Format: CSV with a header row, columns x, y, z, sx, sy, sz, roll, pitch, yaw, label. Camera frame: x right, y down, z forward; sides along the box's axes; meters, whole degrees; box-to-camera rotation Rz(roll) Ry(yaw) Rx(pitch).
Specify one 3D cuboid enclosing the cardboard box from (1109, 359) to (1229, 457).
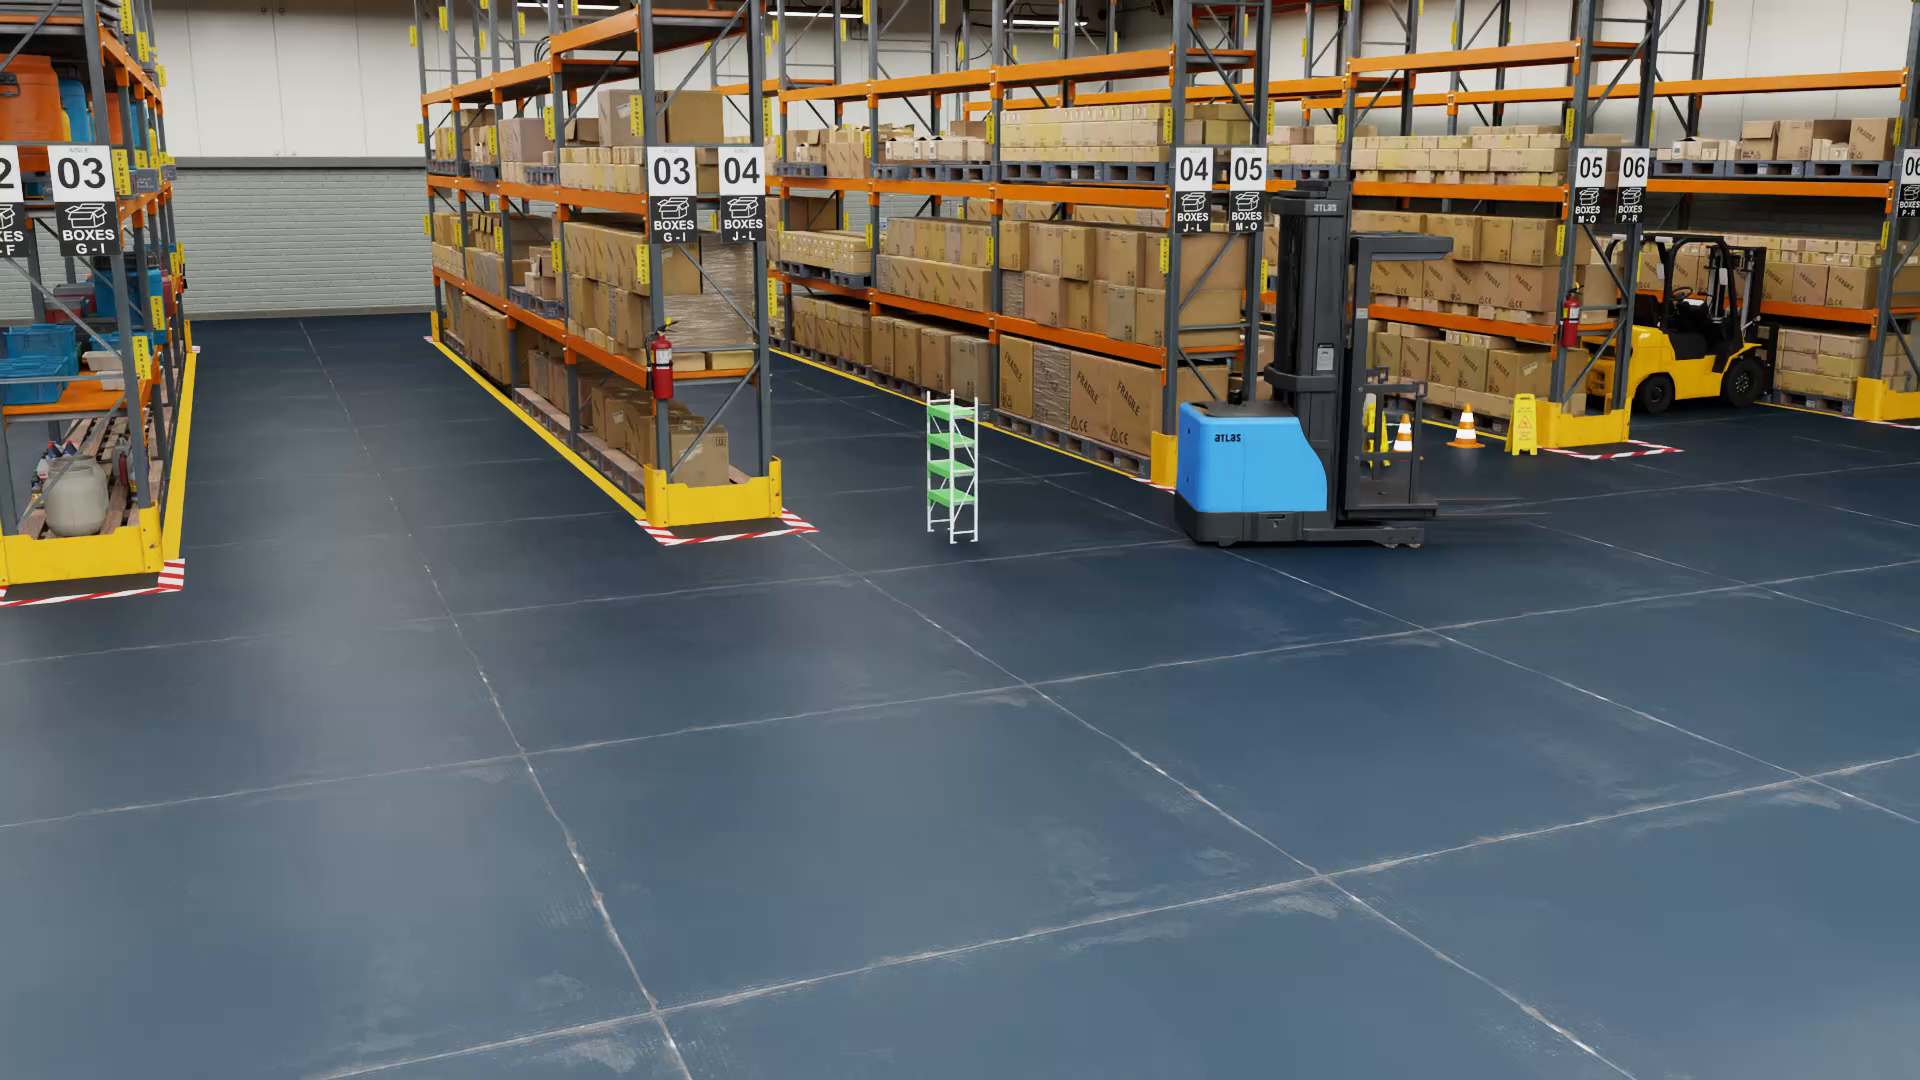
x,y,z,sx,sy,sz,roll,pitch,yaw,label
2.115,-1.368,16.911,0.875,0.875,0.875,-6,14,-23,cardboard box

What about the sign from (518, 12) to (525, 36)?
x,y,z,sx,sy,sz,roll,pitch,yaw,label
-6.452,-7.585,24.438,0.100,0.325,0.005,-6,14,-23,sign

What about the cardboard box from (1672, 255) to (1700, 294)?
x,y,z,sx,sy,sz,roll,pitch,yaw,label
10.049,-3.636,22.705,0.500,0.500,0.500,-5,14,-22,cardboard box

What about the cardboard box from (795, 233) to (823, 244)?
x,y,z,sx,sy,sz,roll,pitch,yaw,label
-2.308,-4.631,25.534,0.380,0.149,0.250,-6,14,-24,cardboard box

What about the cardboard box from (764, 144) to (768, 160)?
x,y,z,sx,sy,sz,roll,pitch,yaw,label
-2.975,-6.357,27.256,0.500,0.250,0.500,-6,14,-25,cardboard box

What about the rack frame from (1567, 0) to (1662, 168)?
x,y,z,sx,sy,sz,roll,pitch,yaw,label
6.943,-5.456,17.485,1.000,3.000,0.127,-6,14,-23,rack frame

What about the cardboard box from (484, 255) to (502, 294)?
x,y,z,sx,sy,sz,roll,pitch,yaw,label
-6.172,-3.629,22.677,0.500,0.500,0.500,-6,14,-25,cardboard box

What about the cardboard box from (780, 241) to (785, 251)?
x,y,z,sx,sy,sz,roll,pitch,yaw,label
-2.623,-4.648,26.268,0.380,0.149,0.250,-5,14,-22,cardboard box

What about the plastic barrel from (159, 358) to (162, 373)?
x,y,z,sx,sy,sz,roll,pitch,yaw,label
-10.997,-2.592,22.138,0.600,0.901,0.708,-6,14,-23,plastic barrel

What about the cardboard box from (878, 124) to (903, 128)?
x,y,z,sx,sy,sz,roll,pitch,yaw,label
-1.011,-5.865,23.986,0.396,0.266,0.258,-6,14,-23,cardboard box

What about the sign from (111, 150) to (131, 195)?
x,y,z,sx,sy,sz,roll,pitch,yaw,label
-6.170,-2.705,12.233,0.100,0.325,0.005,-6,14,-23,sign

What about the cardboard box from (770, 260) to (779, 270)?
x,y,z,sx,sy,sz,roll,pitch,yaw,label
-2.891,-4.503,27.231,0.380,0.149,0.250,-6,14,-24,cardboard box

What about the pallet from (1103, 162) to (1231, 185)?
x,y,z,sx,sy,sz,roll,pitch,yaw,label
2.141,-3.635,16.469,1.003,0.211,1.213,-6,14,-23,pallet

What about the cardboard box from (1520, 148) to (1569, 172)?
x,y,z,sx,sy,sz,roll,pitch,yaw,label
6.491,-4.147,18.158,0.500,0.250,0.500,-6,14,-24,cardboard box

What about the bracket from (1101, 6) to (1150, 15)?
x,y,z,sx,sy,sz,roll,pitch,yaw,label
3.215,-12.233,38.787,0.076,0.066,5.218,-6,14,-23,bracket

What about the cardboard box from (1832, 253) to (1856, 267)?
x,y,z,sx,sy,sz,roll,pitch,yaw,label
10.964,-3.443,20.434,0.380,0.149,0.250,-5,14,-22,cardboard box

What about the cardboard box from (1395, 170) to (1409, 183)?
x,y,z,sx,sy,sz,roll,pitch,yaw,label
5.558,-4.456,20.376,0.380,0.149,0.250,-5,14,-21,cardboard box

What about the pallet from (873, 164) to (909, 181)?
x,y,z,sx,sy,sz,roll,pitch,yaw,label
-0.451,-4.959,22.410,1.213,0.211,1.003,-5,14,-20,pallet

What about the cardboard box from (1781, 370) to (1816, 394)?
x,y,z,sx,sy,sz,roll,pitch,yaw,label
10.821,-2.019,21.108,0.500,0.250,0.500,-6,14,-23,cardboard box

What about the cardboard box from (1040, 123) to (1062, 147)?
x,y,z,sx,sy,sz,roll,pitch,yaw,label
1.191,-4.343,17.851,0.500,0.250,0.500,-6,14,-24,cardboard box

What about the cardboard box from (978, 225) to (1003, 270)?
x,y,z,sx,sy,sz,roll,pitch,yaw,label
0.641,-3.529,20.027,0.700,0.500,0.500,-6,14,-24,cardboard box

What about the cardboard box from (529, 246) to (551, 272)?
x,y,z,sx,sy,sz,roll,pitch,yaw,label
-5.089,-3.436,20.910,0.500,0.500,0.500,-8,15,-30,cardboard box

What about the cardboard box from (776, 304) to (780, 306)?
x,y,z,sx,sy,sz,roll,pitch,yaw,label
-3.211,-3.908,28.174,0.380,0.149,0.250,-6,14,-26,cardboard box

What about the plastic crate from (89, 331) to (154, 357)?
x,y,z,sx,sy,sz,roll,pitch,yaw,label
-7.586,-1.740,15.066,0.499,0.251,0.616,-6,14,-23,plastic crate

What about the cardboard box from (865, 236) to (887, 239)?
x,y,z,sx,sy,sz,roll,pitch,yaw,label
-1.185,-4.420,24.620,0.380,0.149,0.250,-5,14,-20,cardboard box

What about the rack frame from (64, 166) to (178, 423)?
x,y,z,sx,sy,sz,roll,pitch,yaw,label
-9.880,-2.843,19.502,1.000,3.000,0.127,-6,14,-23,rack frame

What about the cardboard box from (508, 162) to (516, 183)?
x,y,z,sx,sy,sz,roll,pitch,yaw,label
-5.182,-4.453,20.137,0.500,0.250,0.500,-5,14,-22,cardboard box

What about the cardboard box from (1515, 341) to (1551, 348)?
x,y,z,sx,sy,sz,roll,pitch,yaw,label
6.649,-2.067,19.653,0.500,0.500,0.500,-6,14,-25,cardboard box

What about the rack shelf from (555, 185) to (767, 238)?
x,y,z,sx,sy,sz,roll,pitch,yaw,label
-2.939,-3.162,15.822,1.077,0.370,4.000,-6,14,-23,rack shelf

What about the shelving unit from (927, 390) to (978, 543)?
x,y,z,sx,sy,sz,roll,pitch,yaw,label
-0.066,-0.619,13.882,0.258,1.200,0.503,-6,14,-23,shelving unit

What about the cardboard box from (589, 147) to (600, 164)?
x,y,z,sx,sy,sz,roll,pitch,yaw,label
-3.335,-3.686,15.938,0.380,0.149,0.250,-6,14,-24,cardboard box

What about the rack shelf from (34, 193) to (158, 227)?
x,y,z,sx,sy,sz,roll,pitch,yaw,label
-9.079,-3.541,17.460,1.077,0.370,4.000,-6,14,-23,rack shelf

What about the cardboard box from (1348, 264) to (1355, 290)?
x,y,z,sx,sy,sz,roll,pitch,yaw,label
5.261,-3.437,21.186,0.500,0.500,0.500,-6,14,-23,cardboard box

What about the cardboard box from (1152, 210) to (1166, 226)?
x,y,z,sx,sy,sz,roll,pitch,yaw,label
3.291,-4.805,25.538,0.500,0.500,0.500,-6,14,-24,cardboard box

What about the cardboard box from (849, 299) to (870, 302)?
x,y,z,sx,sy,sz,roll,pitch,yaw,label
-1.411,-3.550,25.505,0.500,0.250,0.500,-6,14,-25,cardboard box

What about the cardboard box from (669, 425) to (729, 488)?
x,y,z,sx,sy,sz,roll,pitch,yaw,label
-2.372,-0.755,15.092,0.500,0.500,0.500,-3,13,-13,cardboard box

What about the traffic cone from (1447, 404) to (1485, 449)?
x,y,z,sx,sy,sz,roll,pitch,yaw,label
5.588,-1.269,18.328,0.336,0.463,0.334,-6,14,-23,traffic cone

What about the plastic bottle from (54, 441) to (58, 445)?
x,y,z,sx,sy,sz,roll,pitch,yaw,label
-8.552,-0.797,15.734,0.097,0.271,0.097,0,13,0,plastic bottle

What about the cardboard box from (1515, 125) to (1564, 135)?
x,y,z,sx,sy,sz,roll,pitch,yaw,label
8.759,-6.016,25.185,0.500,0.500,0.500,-5,14,-22,cardboard box

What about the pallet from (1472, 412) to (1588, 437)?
x,y,z,sx,sy,sz,roll,pitch,yaw,label
6.619,-1.361,19.283,1.003,0.211,1.213,-6,14,-23,pallet

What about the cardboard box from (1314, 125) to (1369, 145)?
x,y,z,sx,sy,sz,roll,pitch,yaw,label
4.991,-5.304,21.775,0.500,0.250,0.500,-5,14,-22,cardboard box

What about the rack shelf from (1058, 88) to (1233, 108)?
x,y,z,sx,sy,sz,roll,pitch,yaw,label
2.937,-6.976,26.538,1.077,0.370,4.000,-6,14,-23,rack shelf

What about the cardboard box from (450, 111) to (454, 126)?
x,y,z,sx,sy,sz,roll,pitch,yaw,label
-7.747,-6.654,26.277,0.500,0.250,0.500,-6,14,-25,cardboard box

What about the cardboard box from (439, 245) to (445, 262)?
x,y,z,sx,sy,sz,roll,pitch,yaw,label
-8.190,-4.681,27.115,0.500,0.250,0.500,-6,14,-25,cardboard box

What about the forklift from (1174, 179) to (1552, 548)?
x,y,z,sx,sy,sz,roll,pitch,yaw,label
3.396,-1.484,13.782,3.031,2.935,1.130,-1,13,-4,forklift

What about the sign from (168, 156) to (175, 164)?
x,y,z,sx,sy,sz,roll,pitch,yaw,label
-12.588,-5.959,26.546,0.100,0.325,0.005,-6,14,-23,sign

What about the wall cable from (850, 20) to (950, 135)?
x,y,z,sx,sy,sz,roll,pitch,yaw,label
-1.313,-9.978,37.026,2.355,3.000,0.029,-6,14,-23,wall cable

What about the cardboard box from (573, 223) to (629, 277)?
x,y,z,sx,sy,sz,roll,pitch,yaw,label
-3.591,-2.926,16.760,0.500,0.500,0.500,-6,14,-23,cardboard box

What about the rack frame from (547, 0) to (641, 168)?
x,y,z,sx,sy,sz,roll,pitch,yaw,label
-3.740,-5.387,17.188,1.000,3.000,0.127,-6,14,-23,rack frame

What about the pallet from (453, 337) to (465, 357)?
x,y,z,sx,sy,sz,roll,pitch,yaw,label
-7.670,-3.175,27.120,1.003,0.211,1.213,-6,14,-23,pallet

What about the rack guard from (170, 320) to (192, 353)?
x,y,z,sx,sy,sz,roll,pitch,yaw,label
-13.107,-3.282,26.942,1.175,0.500,0.348,-6,14,-23,rack guard

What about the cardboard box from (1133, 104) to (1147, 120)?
x,y,z,sx,sy,sz,roll,pitch,yaw,label
1.903,-4.136,16.073,0.380,0.149,0.250,-6,14,-23,cardboard box

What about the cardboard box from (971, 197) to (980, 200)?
x,y,z,sx,sy,sz,roll,pitch,yaw,label
0.422,-6.592,31.822,0.380,0.149,0.250,-5,14,-22,cardboard box

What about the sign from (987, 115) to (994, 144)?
x,y,z,sx,sy,sz,roll,pitch,yaw,label
0.352,-4.707,19.058,0.100,0.325,0.005,-6,14,-23,sign

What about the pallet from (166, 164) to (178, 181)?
x,y,z,sx,sy,sz,roll,pitch,yaw,label
-11.079,-4.886,22.094,1.213,0.211,1.003,-6,14,-23,pallet
